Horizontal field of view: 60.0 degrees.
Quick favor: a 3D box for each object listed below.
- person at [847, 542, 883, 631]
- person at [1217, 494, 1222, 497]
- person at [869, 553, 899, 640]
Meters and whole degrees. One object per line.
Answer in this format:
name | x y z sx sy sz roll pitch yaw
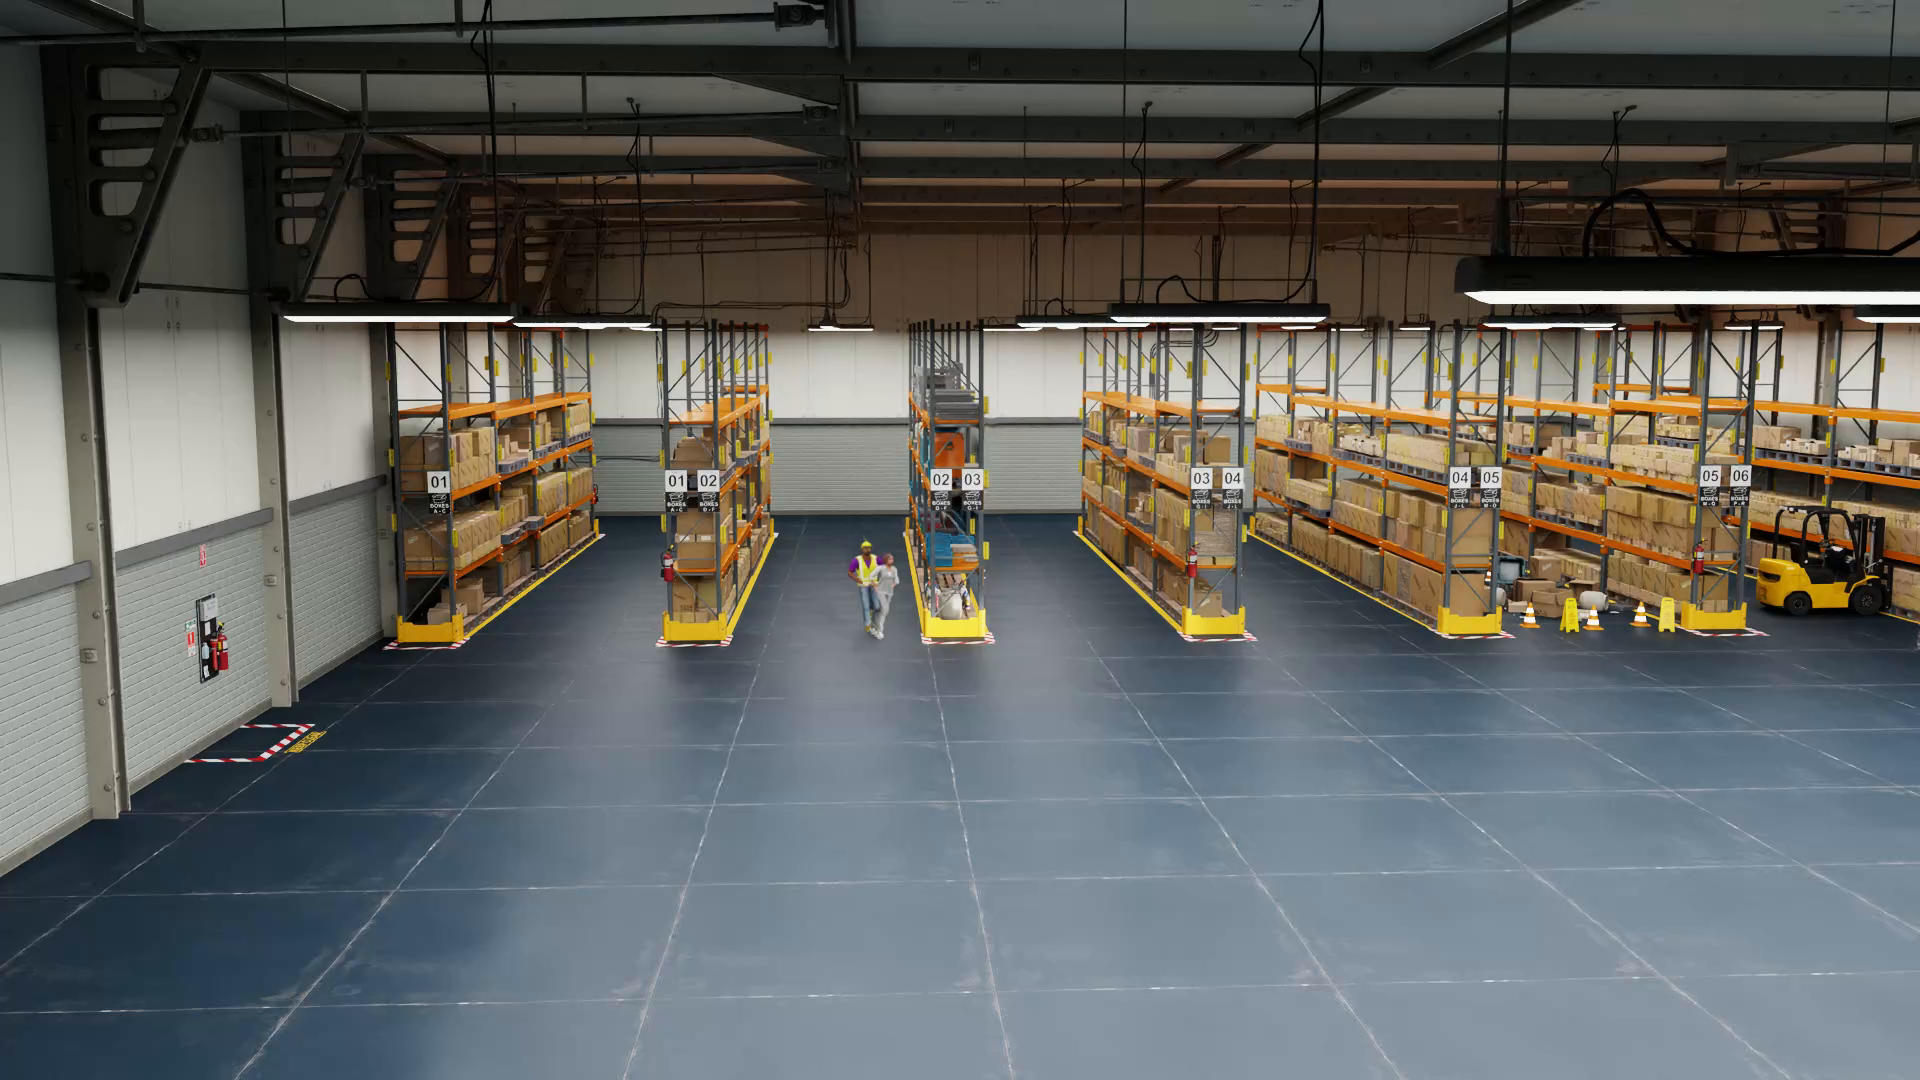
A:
person | -1.798 0.882 32.155 0.748 1.720 0.586 -2 7 -18
person | 7.412 -1.002 47.996 0.662 1.626 0.707 5 9 34
person | -1.423 1.057 31.572 0.524 1.614 0.640 -5 9 -36
